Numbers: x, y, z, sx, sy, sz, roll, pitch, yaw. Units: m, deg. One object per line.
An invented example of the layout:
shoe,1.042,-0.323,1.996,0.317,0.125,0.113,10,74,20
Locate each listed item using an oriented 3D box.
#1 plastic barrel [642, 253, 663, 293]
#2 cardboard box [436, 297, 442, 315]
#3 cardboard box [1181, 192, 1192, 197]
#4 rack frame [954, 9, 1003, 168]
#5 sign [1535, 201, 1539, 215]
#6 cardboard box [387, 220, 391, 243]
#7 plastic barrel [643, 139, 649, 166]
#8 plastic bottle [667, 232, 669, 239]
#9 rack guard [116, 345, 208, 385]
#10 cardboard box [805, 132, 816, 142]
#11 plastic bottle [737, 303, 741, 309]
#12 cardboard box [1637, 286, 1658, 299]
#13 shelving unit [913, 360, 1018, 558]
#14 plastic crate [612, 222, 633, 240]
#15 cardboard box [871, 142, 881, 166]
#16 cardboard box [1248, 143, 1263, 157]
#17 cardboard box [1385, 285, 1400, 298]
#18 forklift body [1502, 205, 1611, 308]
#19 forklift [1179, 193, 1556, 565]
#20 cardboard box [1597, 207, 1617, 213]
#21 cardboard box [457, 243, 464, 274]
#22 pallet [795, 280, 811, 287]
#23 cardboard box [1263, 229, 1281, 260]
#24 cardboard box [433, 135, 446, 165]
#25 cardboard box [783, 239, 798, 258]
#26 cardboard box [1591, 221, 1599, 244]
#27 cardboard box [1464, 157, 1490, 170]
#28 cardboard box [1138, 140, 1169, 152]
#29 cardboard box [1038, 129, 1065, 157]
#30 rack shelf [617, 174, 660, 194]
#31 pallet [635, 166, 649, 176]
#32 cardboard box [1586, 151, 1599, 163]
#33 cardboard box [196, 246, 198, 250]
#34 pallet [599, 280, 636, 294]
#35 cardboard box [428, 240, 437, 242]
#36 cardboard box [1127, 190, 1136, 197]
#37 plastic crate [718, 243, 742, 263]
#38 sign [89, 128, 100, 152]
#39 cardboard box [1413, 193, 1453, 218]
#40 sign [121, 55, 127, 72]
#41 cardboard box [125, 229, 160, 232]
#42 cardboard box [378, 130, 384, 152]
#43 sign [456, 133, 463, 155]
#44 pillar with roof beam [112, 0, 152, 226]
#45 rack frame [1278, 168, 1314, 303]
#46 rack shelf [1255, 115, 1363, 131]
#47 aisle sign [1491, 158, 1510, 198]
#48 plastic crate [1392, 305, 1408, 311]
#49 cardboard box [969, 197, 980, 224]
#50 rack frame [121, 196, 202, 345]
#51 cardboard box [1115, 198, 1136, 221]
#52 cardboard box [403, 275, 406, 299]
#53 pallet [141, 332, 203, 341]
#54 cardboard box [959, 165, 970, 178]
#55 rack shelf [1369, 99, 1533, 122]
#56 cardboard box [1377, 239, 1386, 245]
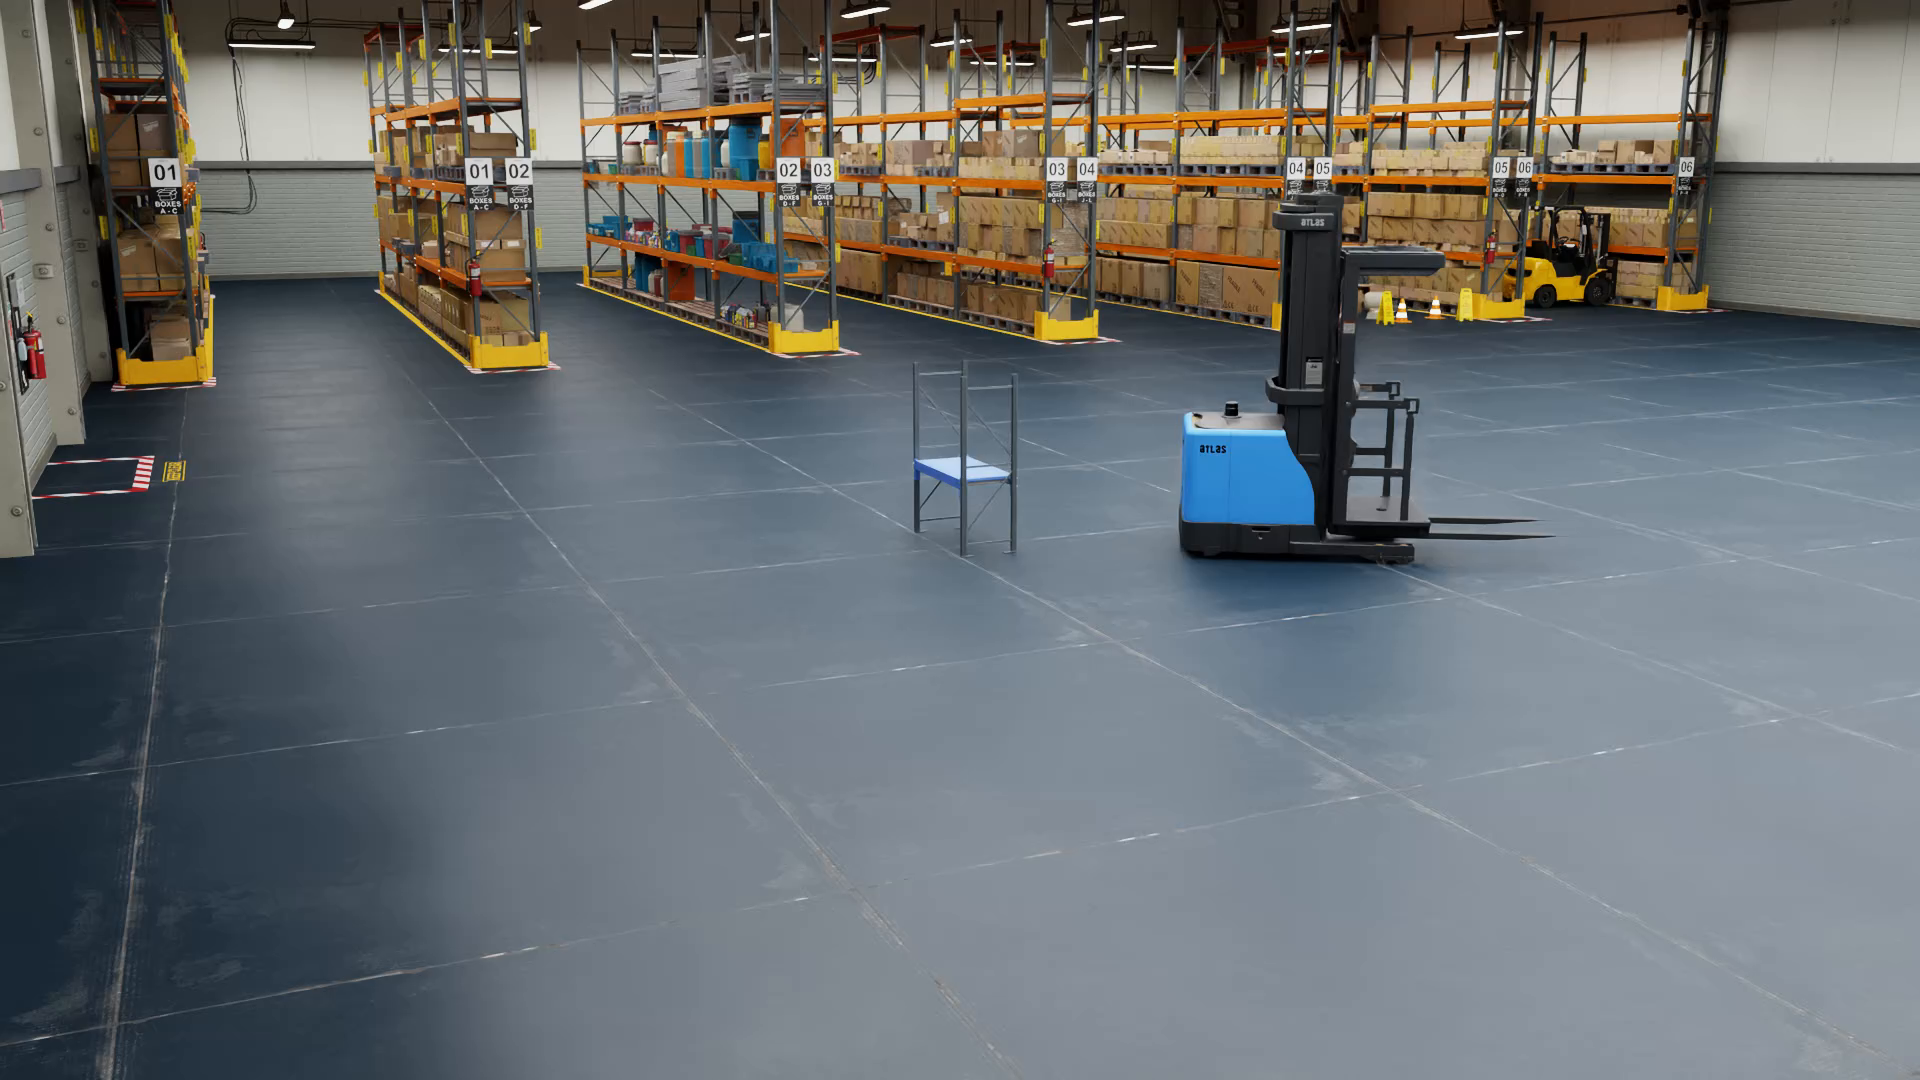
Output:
plastic barrel,-6.898,-6.069,37.663,0.600,0.901,0.708,-6,14,-23
cardboard box,-9.144,-4.244,29.976,0.500,0.311,0.500,-6,14,-23
cardboard box,6.148,-8.909,43.770,0.500,0.500,0.500,-5,14,-22
rack frame,0.359,-8.864,32.713,1.000,3.000,0.127,-6,14,-23
sign,13.493,-7.760,38.856,0.100,0.325,0.005,-6,14,-23
cardboard box,-12.775,-7.042,37.920,0.500,0.500,0.500,-5,14,-22
plastic barrel,-6.832,-8.735,37.456,0.600,0.588,0.600,0,13,0
plastic bottle,-6.541,-6.762,37.218,0.097,0.271,0.097,0,13,0
rack guard,-11.685,-2.571,24.369,1.175,0.500,0.348,-6,14,-23
cardboard box,-3.648,-10.131,41.802,0.500,0.250,0.500,-6,14,-25
plastic bottle,-4.104,-4.227,30.880,0.144,0.351,0.185,-6,14,-23
cardboard box,15.110,-5.393,36.186,0.500,0.250,0.500,-6,14,-23
shelving unit,0.034,-0.713,14.125,0.538,1.500,1.048,-6,14,-23
plastic crate,-7.883,-7.234,38.877,0.392,0.384,0.575,-6,14,-23
cardboard box,-1.553,-8.604,37.080,0.797,0.503,0.637,-5,14,-20
cardboard box,5.895,-7.508,32.026,0.500,0.250,0.500,-6,14,-23
cardboard box,9.652,-5.446,36.416,0.500,0.250,0.500,-5,14,-20
forklift body,13.157,-6.273,36.703,2.313,2.155,1.214,-6,14,-23
forklift,3.381,-1.354,13.720,3.031,2.935,1.130,1,13,6
cardboard box,14.547,-7.394,37.345,0.380,0.149,0.250,-6,14,-23
cardboard box,-8.121,-4.793,28.204,0.700,0.500,0.500,-5,14,-22
pallet,-3.571,-6.653,42.645,1.003,0.211,1.213,-6,14,-23
cardboard box,6.356,-5.688,31.961,0.875,0.550,0.550,-6,14,-23
cardboard box,-8.759,-6.703,28.562,0.500,0.500,0.500,-4,14,-18
cardboard box,-4.118,-7.465,43.754,0.875,0.875,0.875,-6,14,-23
cardboard box,14.534,-6.903,37.321,0.500,0.500,0.500,-6,14,-23
cardboard box,10.590,-7.625,33.683,0.500,0.250,0.500,-6,14,-24
cardboard box,4.295,-8.625,36.955,0.500,0.500,0.500,-6,14,-23
cardboard box,1.614,-7.345,30.810,0.500,0.500,0.500,-6,14,-23
rack shelf,-6.583,-7.845,36.556,1.077,0.370,4.000,-6,14,-23
pallet,-6.523,-8.129,36.608,1.003,0.211,1.213,-6,14,-23
cardboard box,14.302,-8.601,37.373,0.396,0.266,0.258,-6,14,-24
cardboard box,-14.819,-5.753,31.648,0.500,0.500,0.500,-5,14,-21
pallet,-8.206,-6.189,40.644,1.003,0.211,1.213,-6,14,-23
cardboard box,-10.216,-5.752,32.766,0.500,0.311,0.500,-5,14,-19
cardboard box,4.990,-9.515,46.391,0.500,0.500,0.500,-6,14,-23
plastic crate,-4.086,-5.344,30.947,0.767,0.338,0.504,-6,14,-23
sign,-12.171,-5.620,23.383,0.100,0.325,0.005,-6,14,-23
cardboard box,10.070,-7.094,35.269,0.700,0.500,0.500,-6,14,-23
sign,-16.979,-9.662,33.737,0.100,0.325,0.005,-6,14,-23
cardboard box,-13.260,-4.786,27.019,0.500,0.500,0.500,-6,14,-24
cardboard box,-13.183,-9.308,38.845,0.700,0.500,0.500,-6,14,-23
sign,-7.620,-6.029,25.328,0.100,0.325,0.005,-6,14,-23
pillar with roof beam,-15.993,-10.870,41.379,9.100,9.000,0.548,-6,14,-23
rack frame,6.547,-5.542,31.664,1.000,3.000,0.127,-6,14,-23
rack shelf,9.980,-11.923,47.529,1.077,0.370,4.000,-6,14,-23
aisle sign,10.801,-7.238,33.225,0.394,0.787,0.004,-6,14,-23
plastic crate,9.317,-5.016,35.865,0.402,0.080,0.583,-12,18,-42
cardboard box,0.508,-6.403,32.285,0.500,0.500,0.500,-6,14,-23
rack frame,-13.257,-4.599,27.590,1.000,3.000,0.127,-6,14,-23
cardboard box,3.924,-7.427,37.369,0.700,0.500,0.500,-6,14,-24
cardboard box,-11.729,-5.466,35.902,0.500,0.500,0.500,-5,14,-22
pallet,-13.570,-3.402,28.599,1.003,0.211,1.213,-6,14,-23
cardboard box,0.305,-7.214,32.567,0.500,0.250,0.500,-6,14,-25
rack shelf,10.240,-8.994,34.877,1.077,0.370,4.000,-6,14,-23
cardboard box,9.420,-6.573,36.674,0.380,0.149,0.250,-5,14,-21
